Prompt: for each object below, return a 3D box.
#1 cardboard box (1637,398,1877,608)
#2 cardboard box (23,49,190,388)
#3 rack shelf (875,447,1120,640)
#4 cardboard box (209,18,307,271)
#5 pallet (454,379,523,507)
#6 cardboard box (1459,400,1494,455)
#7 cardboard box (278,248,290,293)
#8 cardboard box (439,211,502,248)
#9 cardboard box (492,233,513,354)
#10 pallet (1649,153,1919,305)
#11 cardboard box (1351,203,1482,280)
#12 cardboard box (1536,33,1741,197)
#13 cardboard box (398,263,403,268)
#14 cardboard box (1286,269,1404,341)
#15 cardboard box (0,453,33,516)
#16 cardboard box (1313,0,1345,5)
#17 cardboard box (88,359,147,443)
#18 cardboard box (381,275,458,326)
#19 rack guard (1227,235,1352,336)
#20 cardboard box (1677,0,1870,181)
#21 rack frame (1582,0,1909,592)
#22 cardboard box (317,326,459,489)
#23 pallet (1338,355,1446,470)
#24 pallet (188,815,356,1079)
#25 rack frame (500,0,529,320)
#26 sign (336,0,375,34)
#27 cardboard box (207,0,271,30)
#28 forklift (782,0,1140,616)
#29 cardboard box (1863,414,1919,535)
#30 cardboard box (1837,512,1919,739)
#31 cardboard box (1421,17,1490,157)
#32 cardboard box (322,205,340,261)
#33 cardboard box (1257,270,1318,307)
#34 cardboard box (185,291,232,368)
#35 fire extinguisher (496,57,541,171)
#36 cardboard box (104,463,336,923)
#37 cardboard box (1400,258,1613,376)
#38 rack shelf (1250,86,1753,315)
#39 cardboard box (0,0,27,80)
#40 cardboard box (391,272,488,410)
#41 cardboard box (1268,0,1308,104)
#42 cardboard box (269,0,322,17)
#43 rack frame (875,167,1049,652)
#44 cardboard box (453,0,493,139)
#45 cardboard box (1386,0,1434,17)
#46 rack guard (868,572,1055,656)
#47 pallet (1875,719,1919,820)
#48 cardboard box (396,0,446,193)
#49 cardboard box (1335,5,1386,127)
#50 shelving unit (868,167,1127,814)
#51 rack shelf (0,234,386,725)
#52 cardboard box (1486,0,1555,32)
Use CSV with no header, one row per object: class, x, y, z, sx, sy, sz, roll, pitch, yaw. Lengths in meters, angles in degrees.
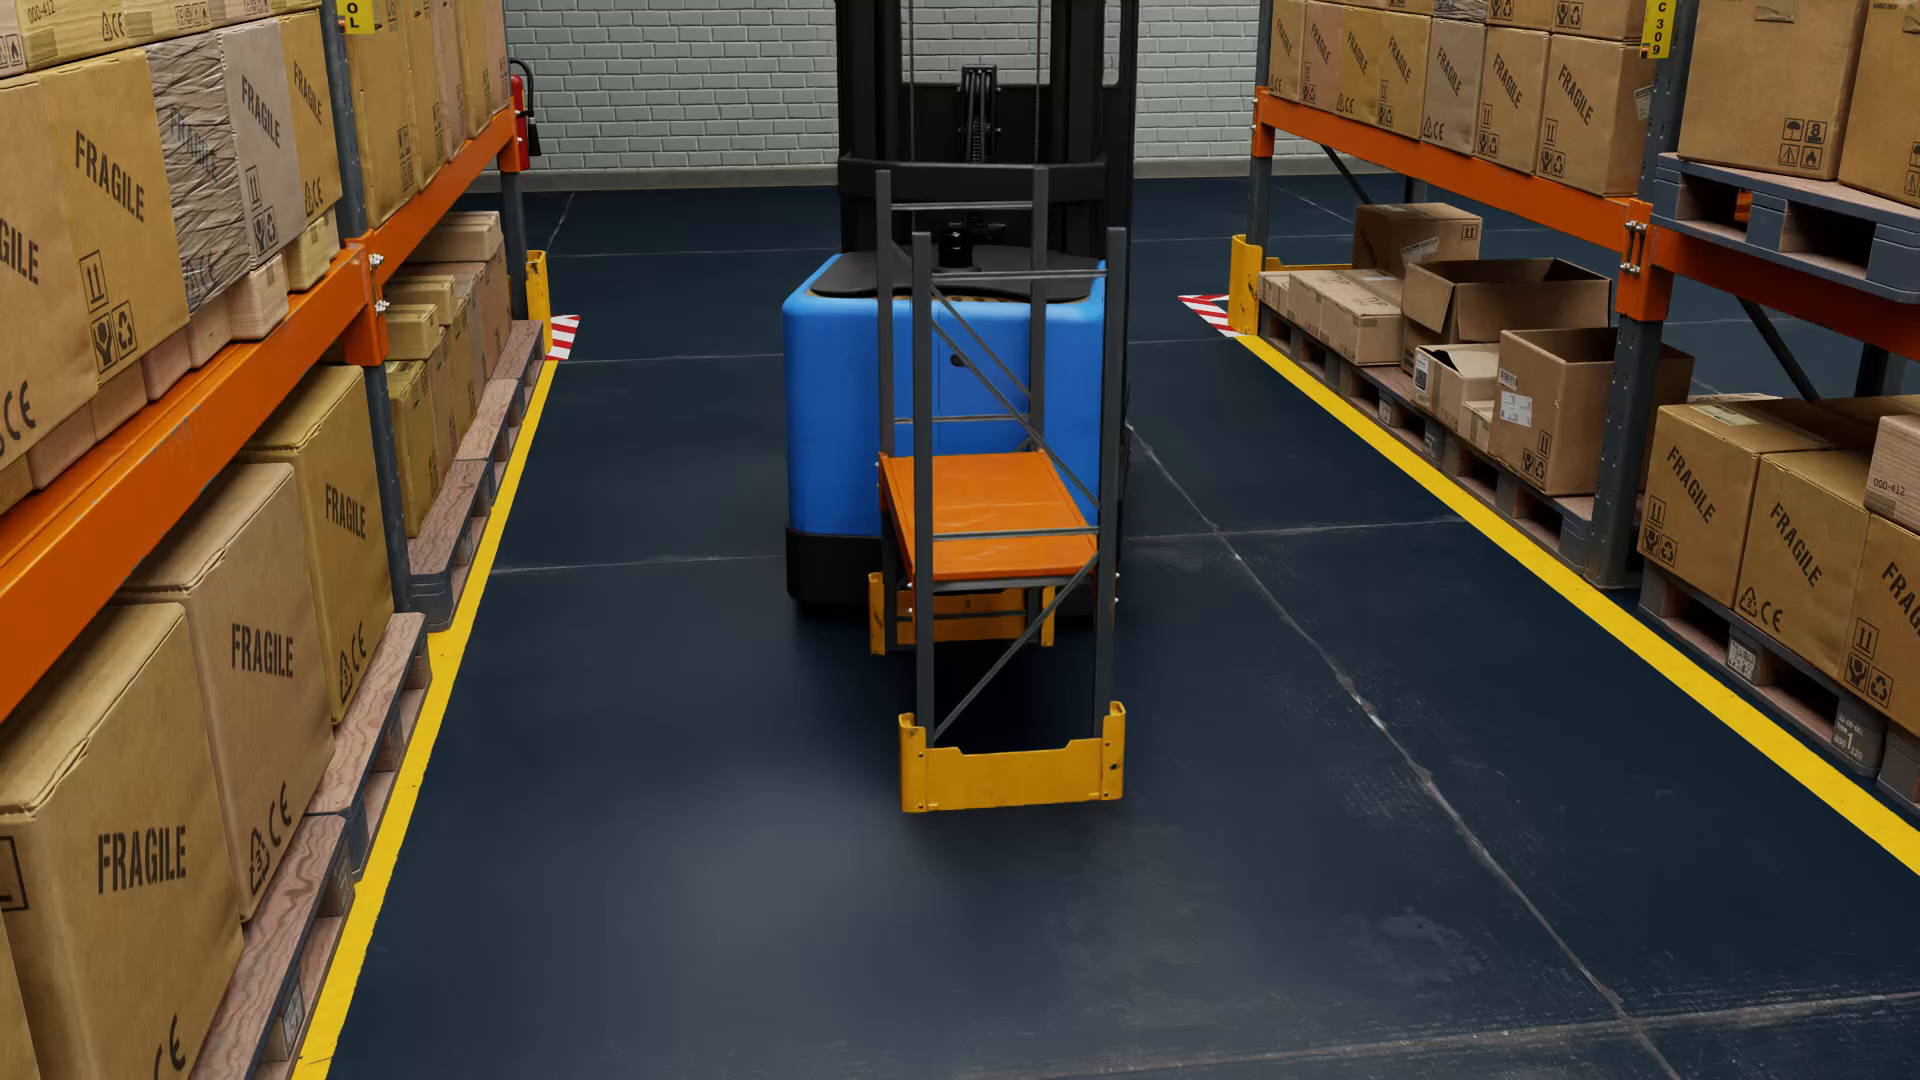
cardboard box,2.520,-0.127,5.213,0.500,0.500,0.500,-4,21,-10
cardboard box,-1.670,-0.546,2.794,0.500,0.500,0.500,-2,21,-6
rack shelf,0.072,-0.020,4.640,0.538,0.185,1.000,-3,21,-7
cardboard box,-1.811,-0.893,3.723,0.500,0.500,0.500,-3,21,-7
pallet,-2.421,-0.405,6.998,1.003,0.211,1.213,-3,21,-8
cardboard box,2.215,-0.452,6.585,0.380,0.149,0.250,-3,21,-8
cardboard box,-1.829,-0.631,3.950,0.380,0.149,0.250,-2,21,-6
cardboard box,-2.388,-1.462,7.890,0.380,0.149,0.250,-3,21,-8
cardboard box,-2.587,-1.194,8.098,0.700,0.500,0.500,-3,21,-8
pallet,2.699,-0.900,4.612,1.003,0.211,1.213,-3,21,-8
cardboard box,2.437,-1.516,8.932,0.500,0.500,0.500,-3,21,-8
cardboard box,2.366,-1.479,5.745,0.500,0.500,0.500,-3,21,-7
cardboard box,-2.693,-1.269,7.372,0.380,0.149,0.250,-3,21,-7
cardboard box,1.985,-1.199,8.440,0.500,0.250,0.500,-3,21,-8
cardboard box,-1.665,-0.097,2.519,0.380,0.149,0.250,-3,21,-7
cardboard box,2.001,-2.824,7.919,0.500,0.500,0.500,-3,21,-7
cardboard box,-1.714,-0.275,2.995,0.380,0.149,0.250,-2,21,-6
cardboard box,-2.160,-0.923,6.445,0.380,0.149,0.250,-4,21,-9
rack guard,2.126,-1.459,9.409,1.175,0.500,0.348,-3,21,-8
cardboard box,2.538,-1.340,4.774,0.700,0.500,0.500,-10,23,-26
rack frame,2.692,-1.272,5.334,1.000,3.000,0.127,-3,21,-8
cardboard box,-2.285,-0.484,6.199,0.700,0.500,0.500,-3,21,-8
pallet,2.414,-0.626,7.592,1.003,0.211,1.213,-3,21,-8
pallet,-1.845,0.972,3.311,1.003,0.211,1.213,-3,21,-8
rack frame,-2.786,-2.405,8.370,1.000,3.000,0.127,-3,21,-8
sign,-1.674,-1.557,4.555,0.100,0.325,0.005,-3,21,-8
cardboard box,-1.825,-1.241,3.584,0.500,0.250,0.500,-2,21,-7
forklift,0.129,-1.604,6.323,1.130,2.935,3.031,3,21,7
cardboard box,2.664,-0.132,4.155,0.500,0.250,0.500,-3,21,-8
cardboard box,2.673,0.231,4.256,0.500,0.500,0.500,-3,21,-7
cardboard box,2.214,-1.835,6.699,0.500,0.500,0.500,-2,21,-7
cardboard box,-1.881,-0.809,4.427,0.380,0.149,0.250,-3,21,-7
cardboard box,1.835,-1.365,9.029,0.380,0.149,0.250,-3,21,-8
cardboard box,-1.763,-0.455,3.477,0.380,0.149,0.250,-3,21,-8
fire extinguisher,-2.352,-2.270,8.650,0.296,0.674,0.183,-3,21,-8
cardboard box,-1.856,0.316,3.556,0.750,0.750,0.750,-2,21,-6
cardboard box,2.416,-0.959,7.435,0.797,0.503,0.637,-3,21,-8
rack shelf,2.403,-1.627,7.314,1.077,0.370,4.000,-3,21,-8
cardboard box,-1.598,-0.712,2.166,0.500,0.250,0.500,-3,21,-7
cardboard box,-2.441,-0.847,7.168,0.700,0.500,0.500,-4,21,-10
cardboard box,1.918,-2.537,8.577,0.500,0.500,0.500,-2,21,-7
cardboard box,-1.889,-1.419,4.059,0.500,0.250,0.500,-2,21,-6
rack frame,0.006,-0.365,5.049,0.500,1.500,0.032,-3,21,-7
cardboard box,-2.587,-2.119,7.173,0.980,0.700,0.700,-3,21,-8
cardboard box,2.142,-2.475,6.984,0.500,0.500,0.500,-3,21,-8
rack guard,0.006,0.221,5.266,0.587,0.250,0.087,-3,21,-7
pallet,3.025,0.738,3.939,1.003,0.211,1.213,-3,21,-8
cardboard box,-2.372,-1.603,5.791,0.980,0.700,0.700,-3,21,-9
cardboard box,2.067,-2.184,7.634,0.500,0.500,0.500,-3,21,-8
shelving unit,0.071,-0.191,4.585,0.587,1.500,1.083,-3,21,-7
rack shelf,-1.922,0.009,2.933,1.077,0.370,4.000,-3,21,-8
cardboard box,2.286,-2.126,6.050,0.500,0.500,0.500,-3,21,-9
